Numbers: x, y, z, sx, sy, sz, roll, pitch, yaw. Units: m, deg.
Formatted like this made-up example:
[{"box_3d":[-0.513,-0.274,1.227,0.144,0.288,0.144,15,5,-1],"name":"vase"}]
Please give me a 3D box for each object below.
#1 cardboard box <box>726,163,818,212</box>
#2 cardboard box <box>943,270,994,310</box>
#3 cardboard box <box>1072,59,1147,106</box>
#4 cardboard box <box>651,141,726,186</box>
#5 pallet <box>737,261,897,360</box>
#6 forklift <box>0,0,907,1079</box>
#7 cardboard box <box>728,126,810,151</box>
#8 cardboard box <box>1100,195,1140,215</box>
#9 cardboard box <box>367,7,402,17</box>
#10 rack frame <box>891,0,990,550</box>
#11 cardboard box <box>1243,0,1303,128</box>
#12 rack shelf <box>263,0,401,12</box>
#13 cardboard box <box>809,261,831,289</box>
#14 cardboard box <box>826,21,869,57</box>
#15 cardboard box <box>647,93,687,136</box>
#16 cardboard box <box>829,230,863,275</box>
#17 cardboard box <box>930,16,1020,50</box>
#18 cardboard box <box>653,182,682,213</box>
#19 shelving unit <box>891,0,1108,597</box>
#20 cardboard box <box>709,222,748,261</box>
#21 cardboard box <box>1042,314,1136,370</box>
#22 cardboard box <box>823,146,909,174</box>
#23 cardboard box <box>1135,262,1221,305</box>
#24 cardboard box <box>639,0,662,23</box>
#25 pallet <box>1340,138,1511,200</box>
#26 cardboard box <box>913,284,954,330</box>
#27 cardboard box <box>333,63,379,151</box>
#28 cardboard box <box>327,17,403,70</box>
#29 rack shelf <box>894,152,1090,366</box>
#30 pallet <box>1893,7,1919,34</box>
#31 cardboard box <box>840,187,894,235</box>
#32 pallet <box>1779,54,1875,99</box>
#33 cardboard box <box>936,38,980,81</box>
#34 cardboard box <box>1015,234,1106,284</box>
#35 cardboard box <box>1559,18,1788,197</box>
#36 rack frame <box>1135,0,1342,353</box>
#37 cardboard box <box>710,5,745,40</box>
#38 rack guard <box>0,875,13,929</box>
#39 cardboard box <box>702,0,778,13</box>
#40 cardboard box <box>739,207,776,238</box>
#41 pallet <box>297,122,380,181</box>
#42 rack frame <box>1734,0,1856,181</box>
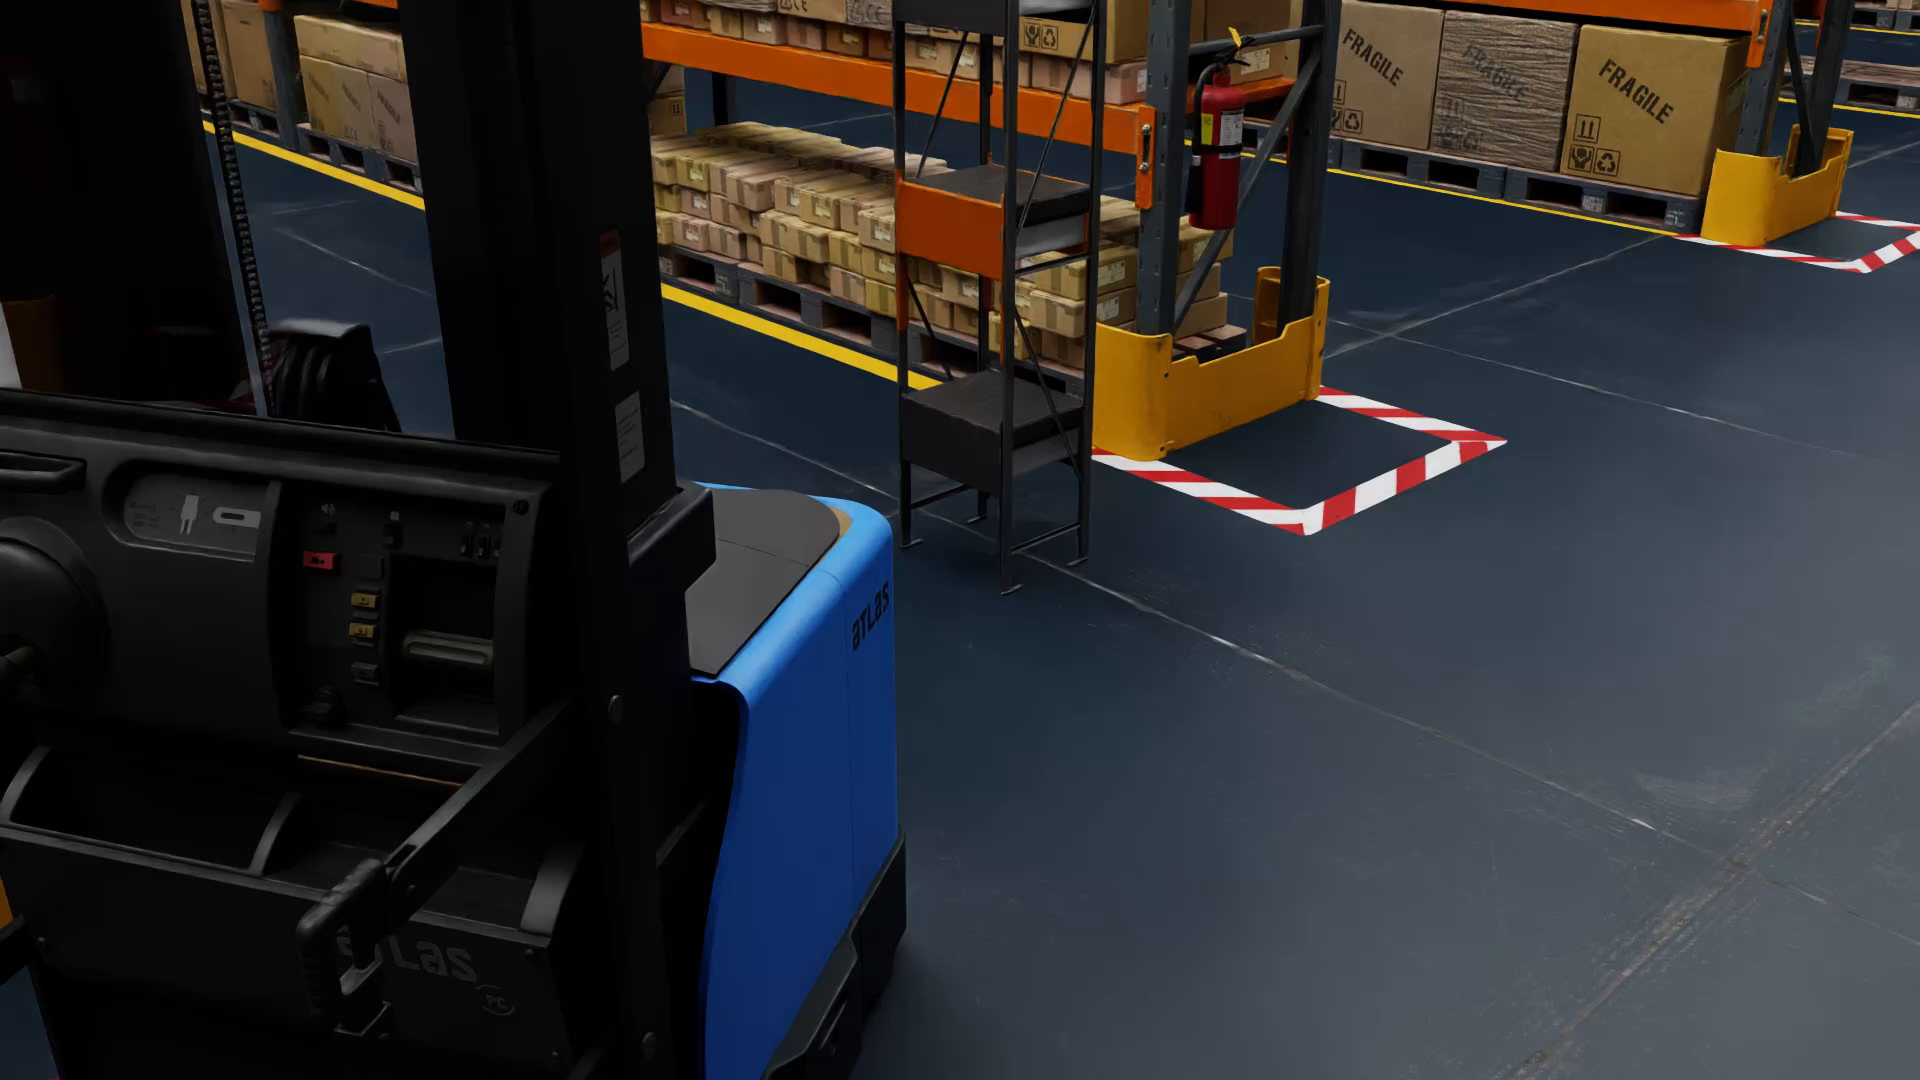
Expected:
[{"box_3d":[-0.916,-1.727,8.134,0.380,0.149,0.250,-20,31,-37],"name":"cardboard box"},{"box_3d":[0.145,-1.115,7.150,0.250,0.149,0.380,22,33,40],"name":"cardboard box"},{"box_3d":[0.641,-1.754,6.283,0.380,0.149,0.250,-21,32,-38],"name":"cardboard box"},{"box_3d":[-1.434,-1.963,8.650,0.380,0.149,0.250,-19,31,-36],"name":"cardboard box"},{"box_3d":[-0.340,-1.229,8.191,1.003,0.211,1.213,-21,32,-38],"name":"pallet"},{"box_3d":[-1.029,0.097,2.005,1.130,2.935,3.031,7,25,15],"name":"forklift"},{"box_3d":[-1.027,-2.126,9.008,0.380,0.149,0.250,-21,32,-38],"name":"cardboard box"},{"box_3d":[0.606,-1.431,7.485,0.380,0.149,0.250,-21,32,-39],"name":"cardboard box"},{"box_3d":[-3.739,-3.535,11.488,0.500,0.250,0.500,-22,33,-40],"name":"cardboard box"},{"box_3d":[-0.054,-0.979,5.366,0.400,2.100,0.015,-21,32,-38],"name":"rack frame"},{"box_3d":[2.419,-3.439,11.729,0.875,0.875,0.875,-21,32,-38],"name":"cardboard box"},{"box_3d":[-3.030,-3.340,10.324,1.077,0.370,4.000,-21,32,-38],"name":"rack shelf"},{"box_3d":[-0.497,-1.314,7.946,0.380,0.149,0.250,-20,31,-37],"name":"cardboard box"},{"box_3d":[-0.368,-2.245,7.359,0.380,0.149,0.250,-21,32,-38],"name":"cardboard box"},{"box_3d":[-1.975,-2.414,9.934,0.500,0.500,0.500,-20,31,-37],"name":"cardboard box"},{"box_3d":[-0.380,-1.351,7.667,0.380,0.149,0.250,-19,31,-36],"name":"cardboard box"},{"box_3d":[0.227,-2.251,6.591,0.500,0.500,0.500,-22,32,-39],"name":"cardboard box"},{"box_3d":[-1.411,-1.839,8.737,0.380,0.149,0.250,-21,32,-38],"name":"cardboard box"},{"box_3d":[0.113,-0.905,5.204,0.431,2.100,0.503,-21,32,-38],"name":"shelving unit"},{"box_3d":[-1.049,-1.550,8.462,0.380,0.149,0.250,-22,33,-39],"name":"cardboard box"},{"box_3d":[0.559,-0.844,6.914,0.380,0.149,0.250,-21,32,-38],"name":"cardboard box"},{"box_3d":[-0.478,-1.896,8.504,0.250,0.149,0.380,22,32,39],"name":"cardboard box"},{"box_3d":[0.900,-1.110,7.140,0.380,0.149,0.250,-20,31,-36],"name":"cardboard box"},{"box_3d":[-1.478,-2.711,8.382,0.380,0.149,0.250,-20,31,-37],"name":"cardboard box"},{"box_3d":[3.327,-2.547,11.078,1.003,0.211,1.213,-21,32,-38],"name":"pallet"},{"box_3d":[0.013,-1.069,7.407,0.380,0.149,0.250,-21,32,-38],"name":"cardboard box"},{"box_3d":[-3.754,-2.889,10.974,0.500,0.500,0.500,-21,32,-38],"name":"cardboard box"},{"box_3d":[-3.756,-3.237,10.834,0.500,0.250,0.500,-22,32,-39],"name":"cardboard box"},{"box_3d":[0.113,-0.893,5.210,0.431,0.518,0.480,-21,32,-38],"name":"rack shelf"},{"box_3d":[10.567,-5.400,17.333,1.003,0.211,1.213,-21,32,-38],"name":"pallet"},{"box_3d":[-0.330,-1.511,7.660,0.250,0.149,0.380,23,33,40],"name":"cardboard box"},{"box_3d":[7.011,-3.993,14.248,1.003,0.211,1.213,-21,32,-38],"name":"pallet"},{"box_3d":[0.125,-1.982,6.783,0.380,0.149,0.250,-20,31,-37],"name":"cardboard box"},{"box_3d":[0.394,-1.195,6.968,0.380,0.149,0.250,-20,32,-37],"name":"cardboard box"},{"box_3d":[4.264,-2.621,9.936,0.875,0.875,0.875,-21,32,-38],"name":"cardboard box"},{"box_3d":[1.071,-1.849,6.190,1.000,3.000,0.127,-21,32,-38],"name":"rack frame"},{"box_3d":[-0.951,-2.466,7.845,0.380,0.149,0.250,-21,32,-38],"name":"cardboard box"},{"box_3d":[-2.457,0.730,3.548,1.175,0.500,0.348,-21,32,-38],"name":"rack guard"},{"box_3d":[-0.847,-2.710,7.597,0.500,0.500,0.500,-22,33,-39],"name":"cardboard box"},{"box_3d":[-0.865,-1.603,8.219,0.380,0.149,0.250,-19,31,-36],"name":"cardboard box"},{"box_3d":[-3.864,-2.767,11.562,1.003,0.211,1.213,-21,32,-38],"name":"pallet"},{"box_3d":[4.760,-3.226,9.207,1.000,3.000,0.127,-21,32,-38],"name":"rack frame"}]
